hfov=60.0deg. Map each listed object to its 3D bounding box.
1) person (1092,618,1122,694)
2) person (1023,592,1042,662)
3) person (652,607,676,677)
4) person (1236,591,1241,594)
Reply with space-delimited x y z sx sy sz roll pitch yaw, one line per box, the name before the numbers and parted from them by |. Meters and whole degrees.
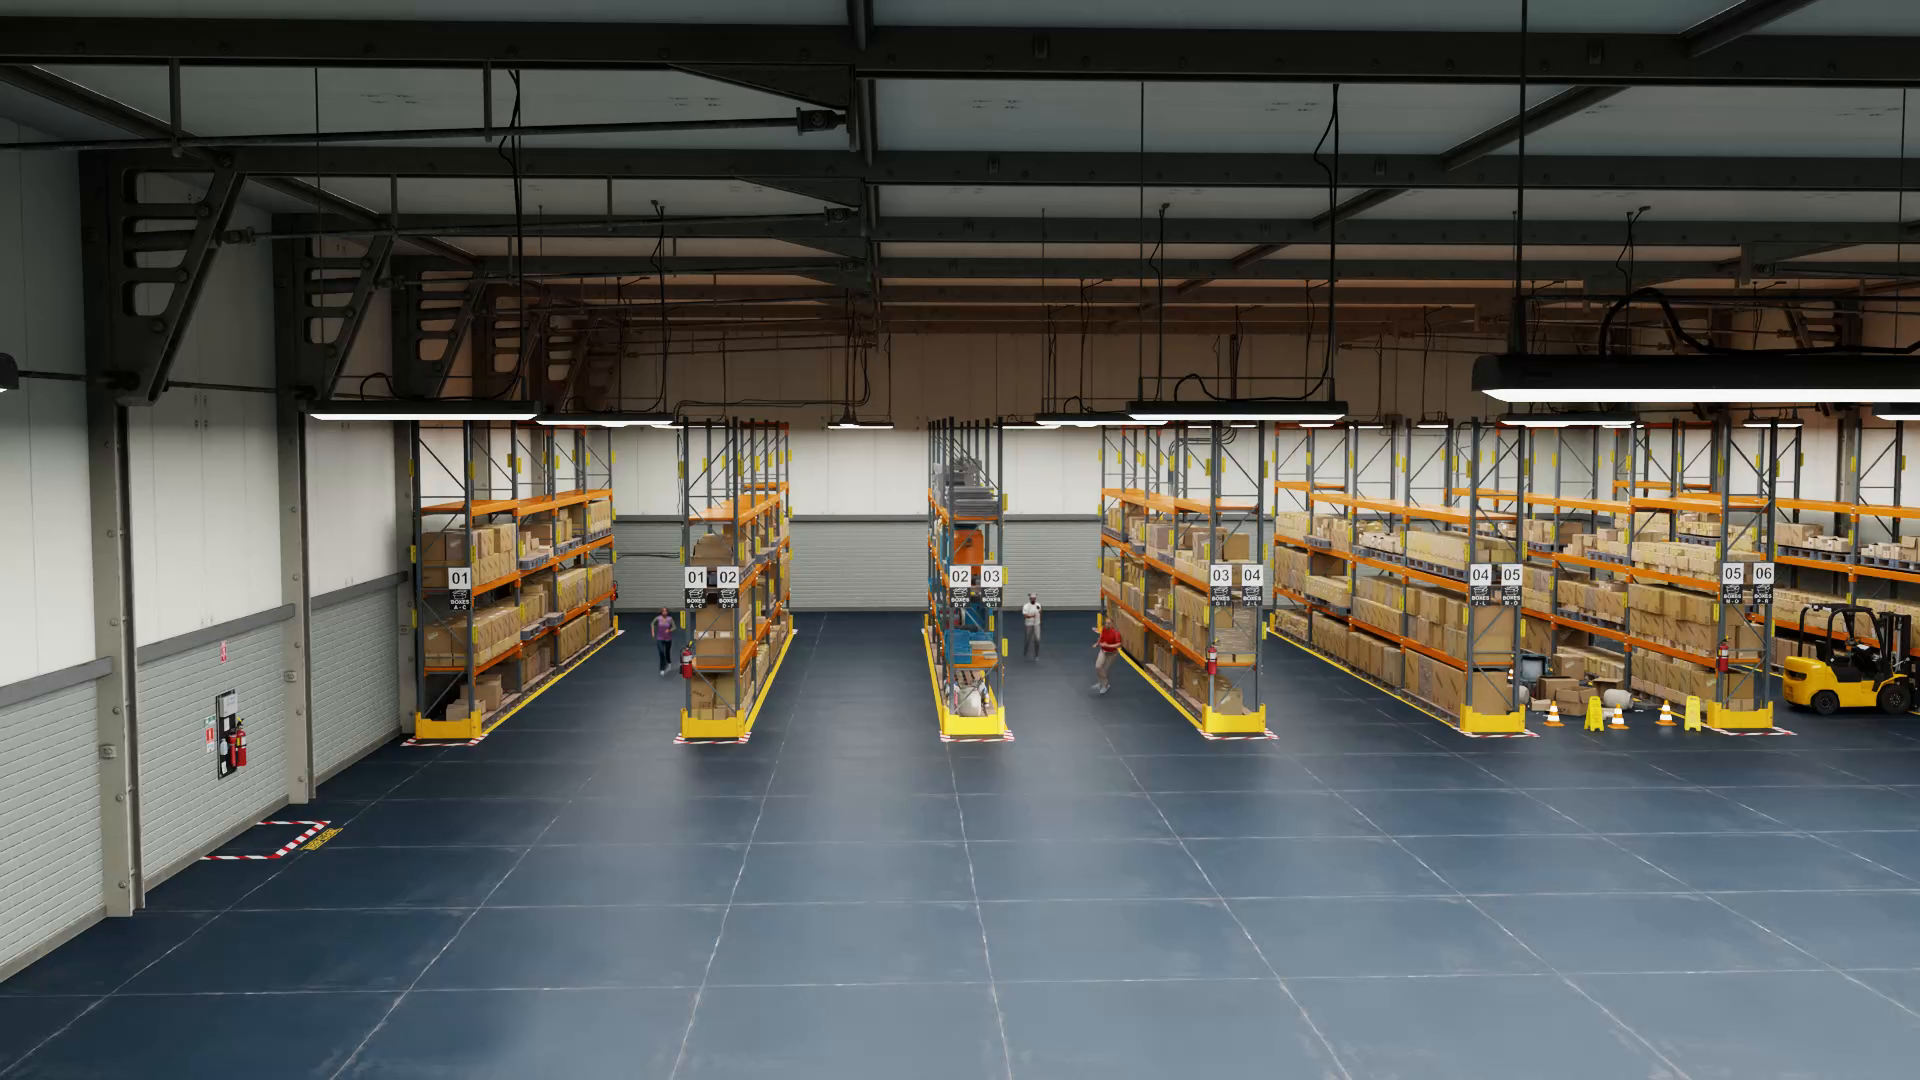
person | 3.209 2.523 36.421 0.798 1.672 0.704 2 4 29
person | 1.809 2.168 41.537 0.561 1.753 0.845 -1 4 -13
person | -6.967 2.367 39.145 0.571 1.621 0.869 -1 4 -9
person | 7.714 1.798 47.750 0.755 1.644 0.738 2 4 24
